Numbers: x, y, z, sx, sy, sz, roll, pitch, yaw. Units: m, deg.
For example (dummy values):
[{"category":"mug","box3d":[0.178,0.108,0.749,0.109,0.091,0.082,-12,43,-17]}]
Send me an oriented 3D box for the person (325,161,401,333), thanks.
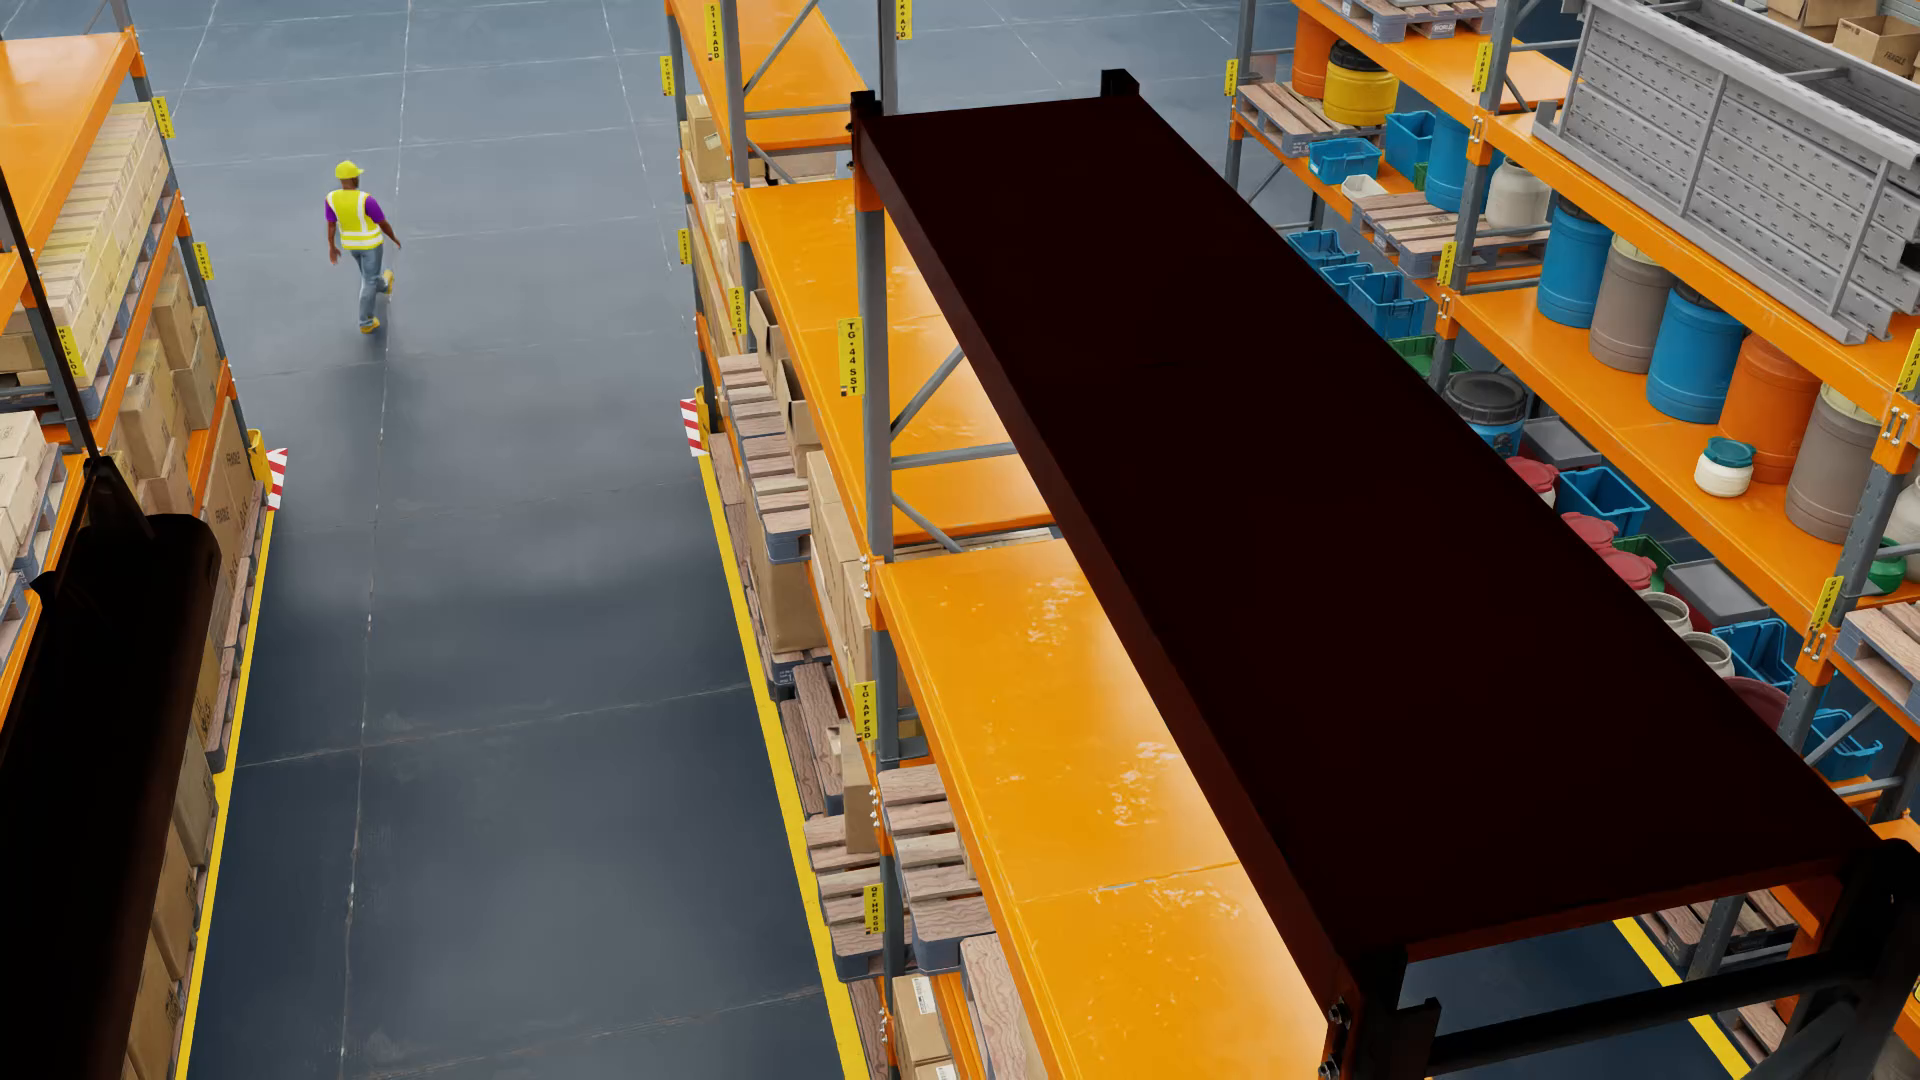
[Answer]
[{"category":"person","box3d":[-6.064,-3.111,17.082,0.606,1.698,1.072,9,35,13]}]
